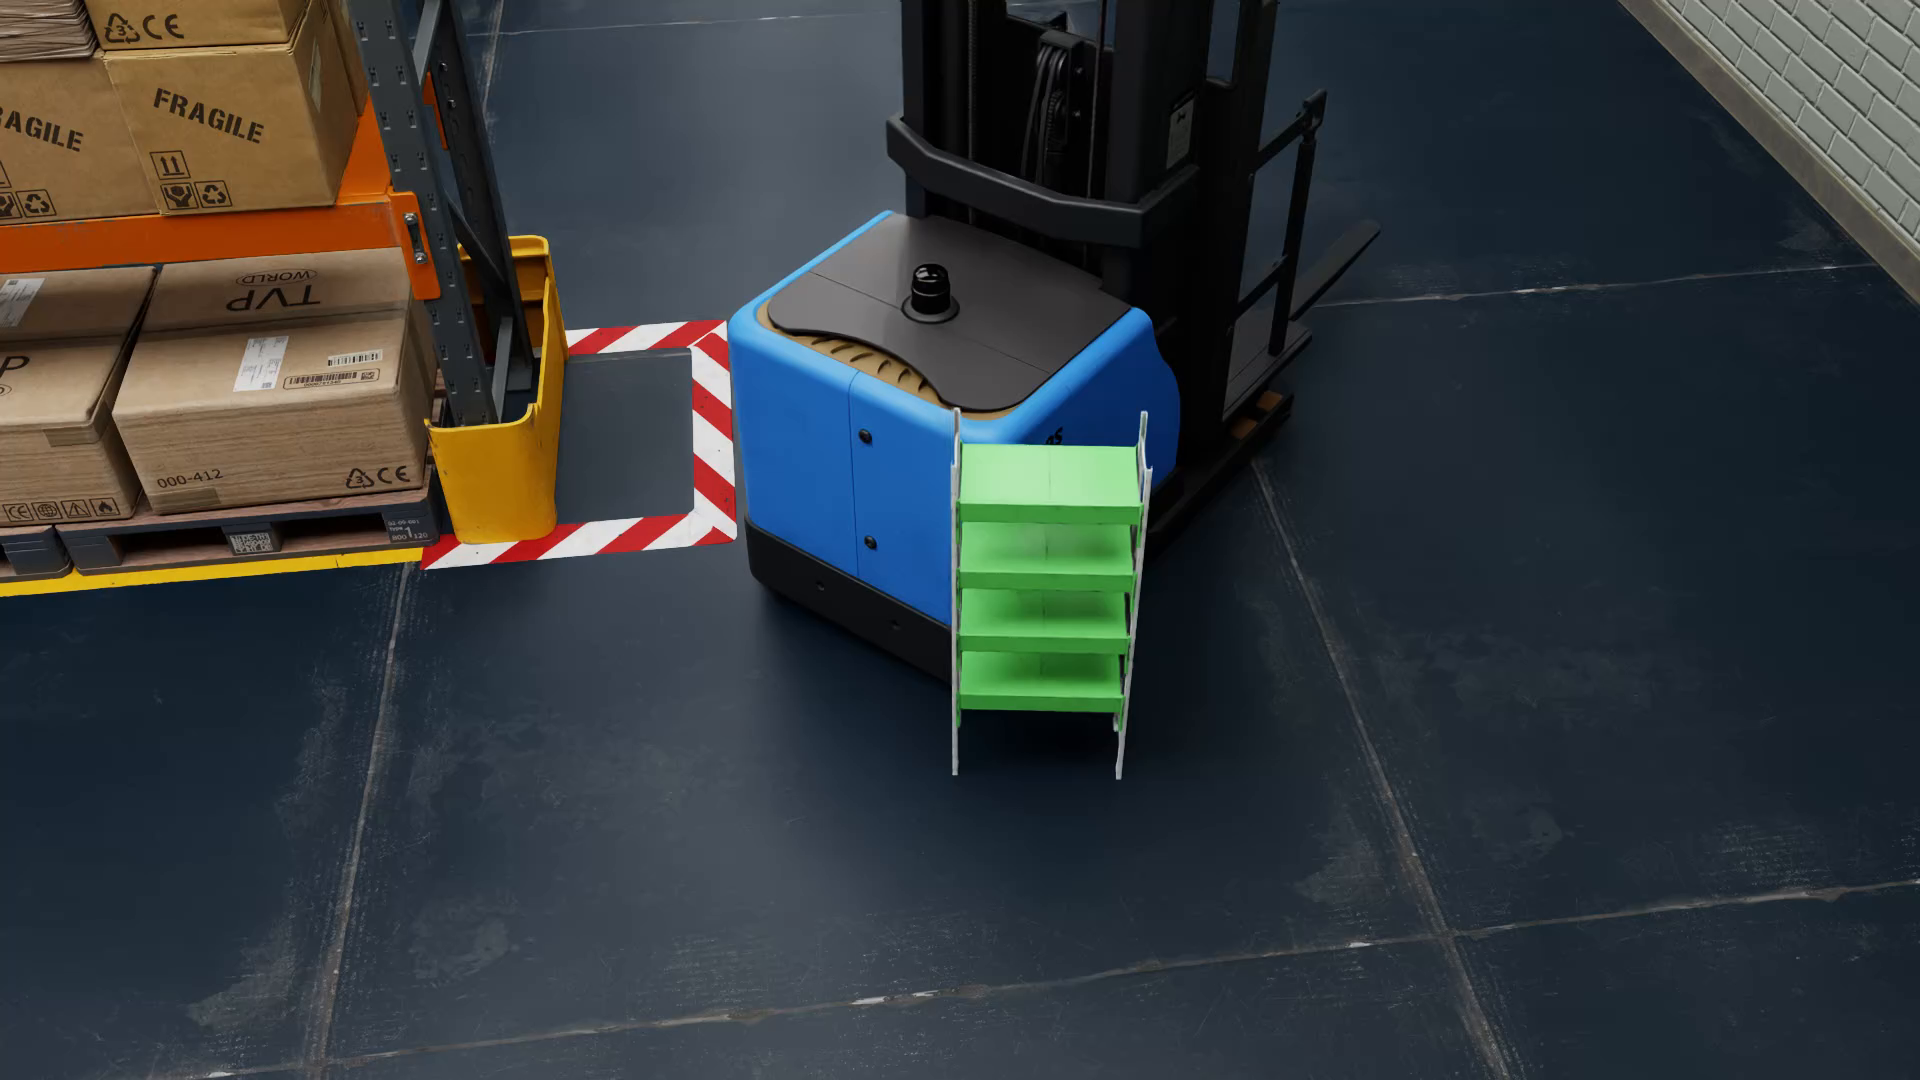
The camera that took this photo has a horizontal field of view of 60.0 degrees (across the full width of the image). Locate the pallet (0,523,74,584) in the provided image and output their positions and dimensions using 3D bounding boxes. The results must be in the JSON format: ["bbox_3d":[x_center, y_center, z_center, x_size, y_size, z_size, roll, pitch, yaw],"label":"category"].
[{"bbox_3d":[-3.662,-0.232,5.850,1.213,0.211,1.003,-5,42,-6],"label":"pallet"}]

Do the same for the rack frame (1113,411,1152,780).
[{"bbox_3d":[0.476,0.190,4.643,0.015,1.200,0.240,1,42,1],"label":"rack frame"}]

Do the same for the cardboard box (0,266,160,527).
[{"bbox_3d":[-3.220,-0.489,5.652,0.875,0.438,0.875,-4,42,-4],"label":"cardboard box"}]

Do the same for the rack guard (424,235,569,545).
[{"bbox_3d":[-1.649,-0.567,6.005,0.348,0.500,1.175,-5,42,-6],"label":"rack guard"}]

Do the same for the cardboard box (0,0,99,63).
[{"bbox_3d":[-2.634,-1.636,4.504,0.500,0.500,0.500,-5,42,-5],"label":"cardboard box"}]

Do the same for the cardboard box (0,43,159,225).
[{"bbox_3d":[-2.616,-1.279,4.854,0.500,0.500,0.500,-6,42,-6],"label":"cardboard box"}]

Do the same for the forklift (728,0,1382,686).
[{"bbox_3d":[0.577,-1.546,5.276,1.130,2.935,3.031,26,48,26],"label":"forklift"}]

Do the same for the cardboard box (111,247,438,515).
[{"bbox_3d":[-2.314,-0.574,5.746,0.875,0.438,0.875,-6,42,-7],"label":"cardboard box"}]

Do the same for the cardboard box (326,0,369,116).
[{"bbox_3d":[-2.186,-1.679,5.297,0.500,0.500,0.500,-5,42,-6],"label":"cardboard box"}]

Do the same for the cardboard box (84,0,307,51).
[{"bbox_3d":[-2.120,-1.701,4.575,0.500,0.500,0.500,-4,42,-4],"label":"cardboard box"}]

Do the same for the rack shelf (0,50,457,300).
[{"bbox_3d":[-3.656,-1.052,5.214,4.000,0.370,1.077,-5,42,-6],"label":"rack shelf"}]

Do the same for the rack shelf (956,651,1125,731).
[{"bbox_3d":[0.232,0.410,4.853,0.480,0.148,0.258,1,42,1],"label":"rack shelf"}]

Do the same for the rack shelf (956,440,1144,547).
[{"bbox_3d":[0.232,-0.123,4.369,0.480,0.148,0.258,1,42,1],"label":"rack shelf"}]

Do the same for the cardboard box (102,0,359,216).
[{"bbox_3d":[-2.116,-1.312,4.891,0.500,0.500,0.500,-5,42,-5],"label":"cardboard box"}]

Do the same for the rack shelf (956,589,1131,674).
[{"bbox_3d":[0.232,0.232,4.692,0.480,0.148,0.258,1,42,1],"label":"rack shelf"}]

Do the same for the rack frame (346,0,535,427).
[{"bbox_3d":[-1.672,-1.493,5.166,0.127,3.000,1.000,-5,42,-6],"label":"rack frame"}]

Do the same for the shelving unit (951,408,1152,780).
[{"bbox_3d":[0.232,0.185,4.649,0.503,1.200,0.258,1,42,1],"label":"shelving unit"}]

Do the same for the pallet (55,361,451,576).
[{"bbox_3d":[-2.455,-0.336,5.965,1.213,0.211,1.003,-5,42,-6],"label":"pallet"}]

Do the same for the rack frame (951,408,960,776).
[{"bbox_3d":[-0.011,0.180,4.654,0.015,1.200,0.240,1,42,1],"label":"rack frame"}]

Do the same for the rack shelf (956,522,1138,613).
[{"bbox_3d":[0.232,0.054,4.530,0.480,0.148,0.258,1,42,1],"label":"rack shelf"}]
